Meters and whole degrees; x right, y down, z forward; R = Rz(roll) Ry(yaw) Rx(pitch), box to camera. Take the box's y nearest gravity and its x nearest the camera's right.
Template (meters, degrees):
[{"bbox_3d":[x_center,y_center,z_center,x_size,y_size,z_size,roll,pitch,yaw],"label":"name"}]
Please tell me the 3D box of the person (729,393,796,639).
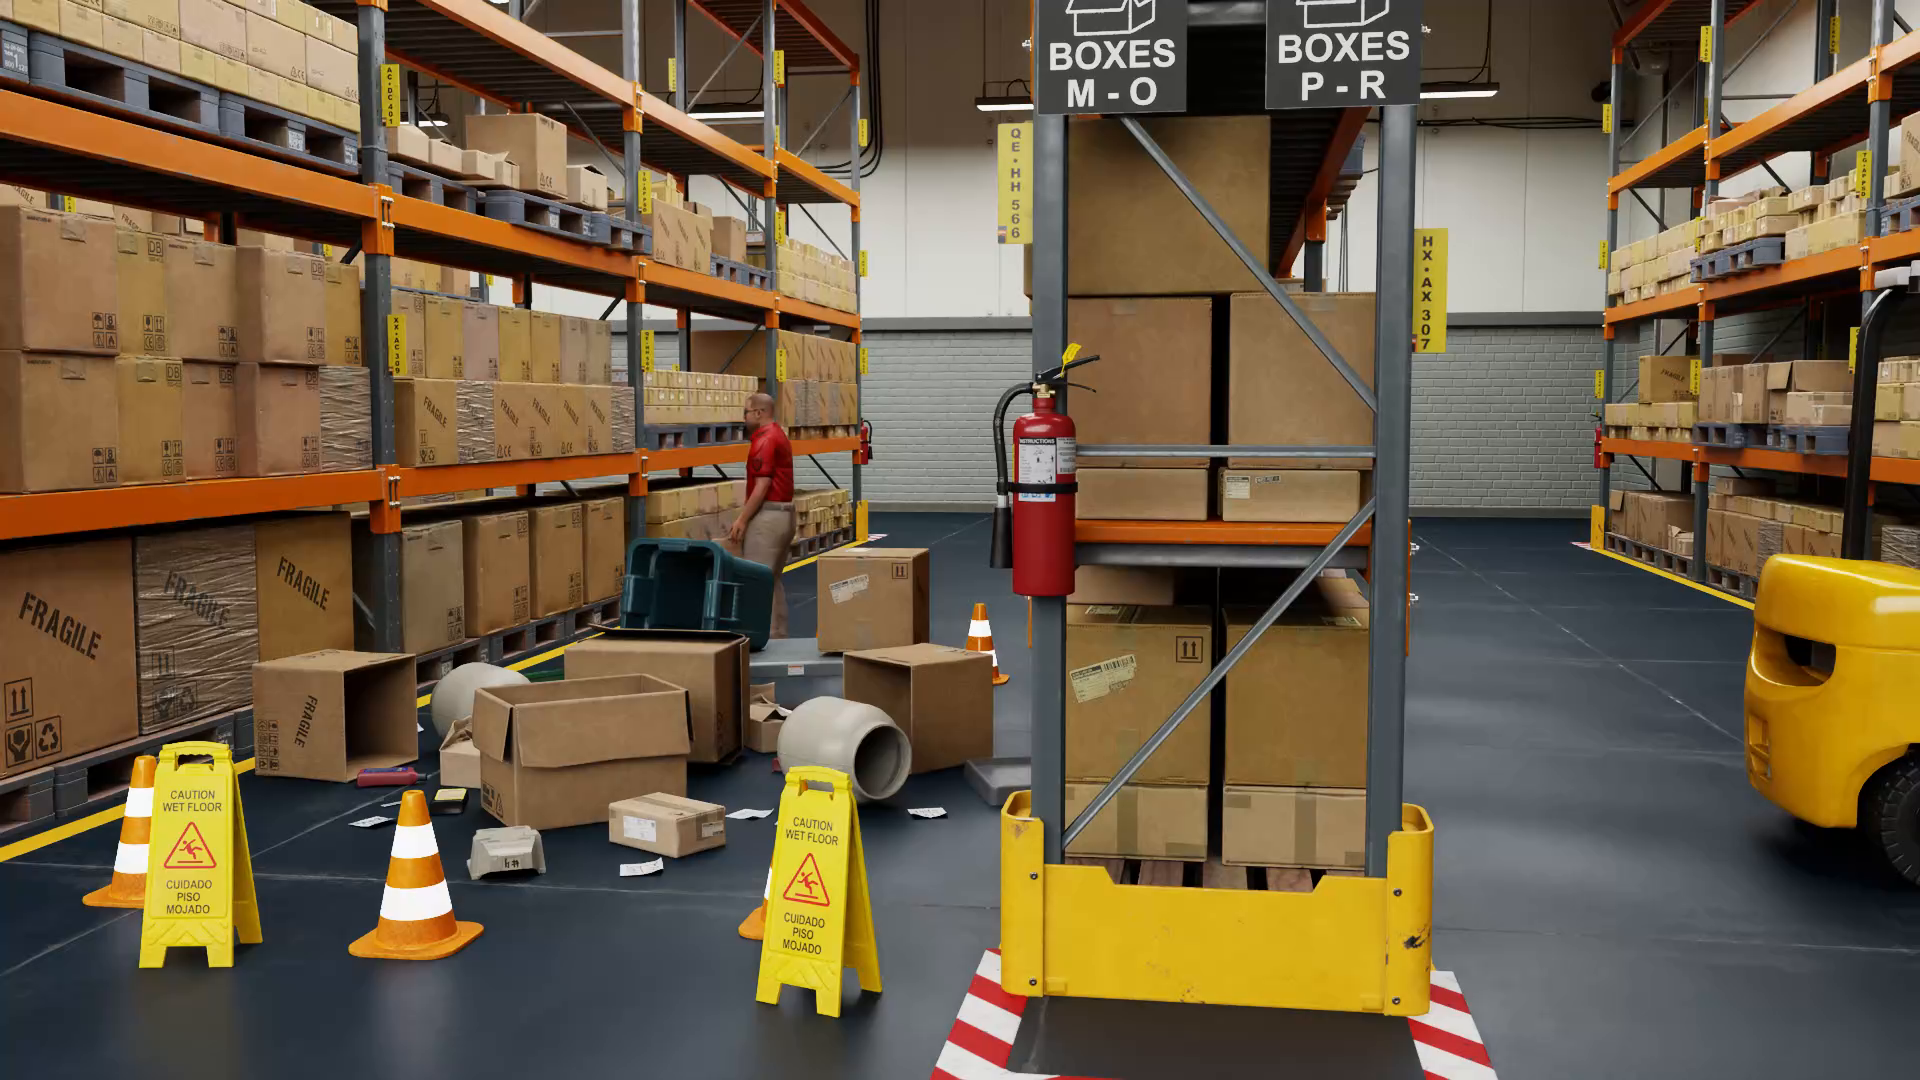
[{"bbox_3d":[-1.285,-0.093,10.893,0.393,1.732,0.551,1,4,7],"label":"person"}]
